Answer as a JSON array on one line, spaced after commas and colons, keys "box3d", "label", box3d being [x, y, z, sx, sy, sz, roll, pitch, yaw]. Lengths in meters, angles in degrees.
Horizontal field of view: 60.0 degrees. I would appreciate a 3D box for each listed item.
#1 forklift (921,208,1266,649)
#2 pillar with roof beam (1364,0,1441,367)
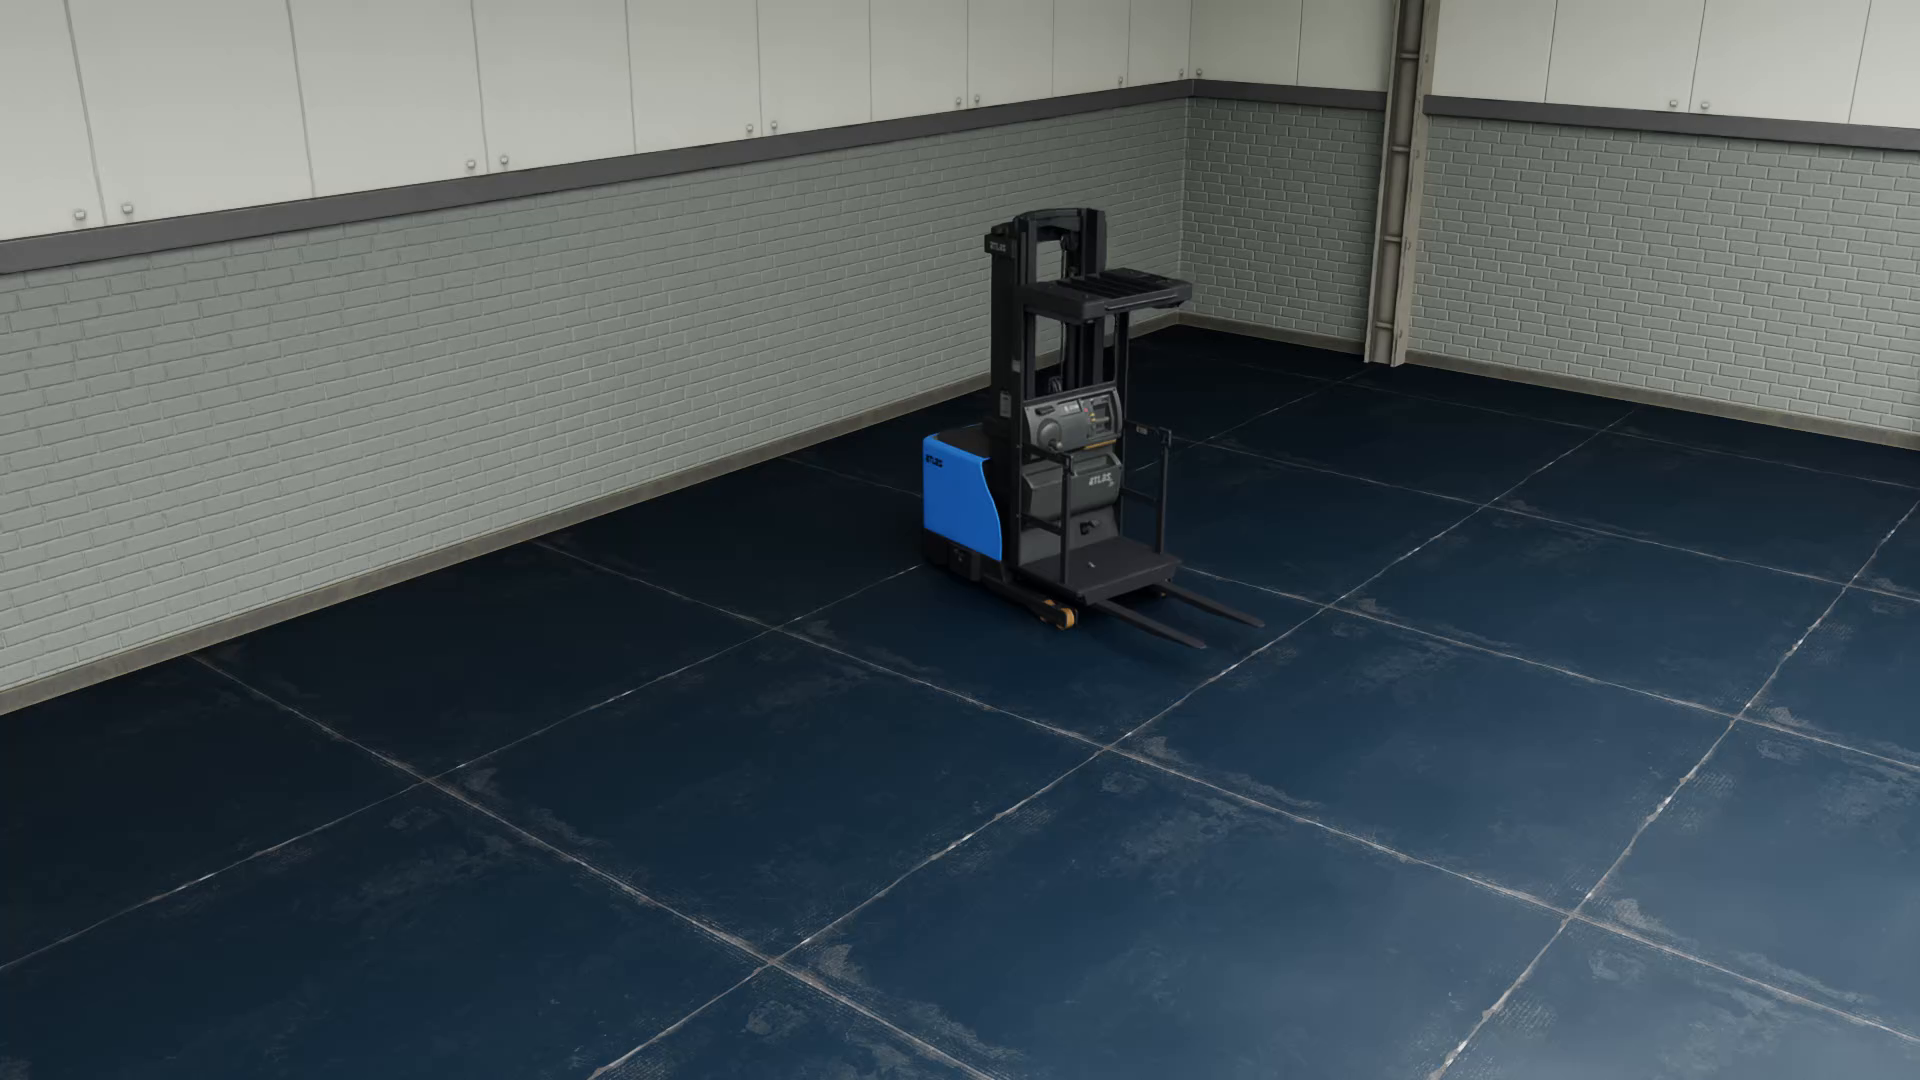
[{"box3d": [0.993, -0.900, 12.403, 1.130, 2.935, 3.031, -16, 26, -36], "label": "forklift"}, {"box3d": [2.331, -5.154, 15.085, 0.400, 9.000, 9.100, 16, 26, 36], "label": "pillar with roof beam"}]
